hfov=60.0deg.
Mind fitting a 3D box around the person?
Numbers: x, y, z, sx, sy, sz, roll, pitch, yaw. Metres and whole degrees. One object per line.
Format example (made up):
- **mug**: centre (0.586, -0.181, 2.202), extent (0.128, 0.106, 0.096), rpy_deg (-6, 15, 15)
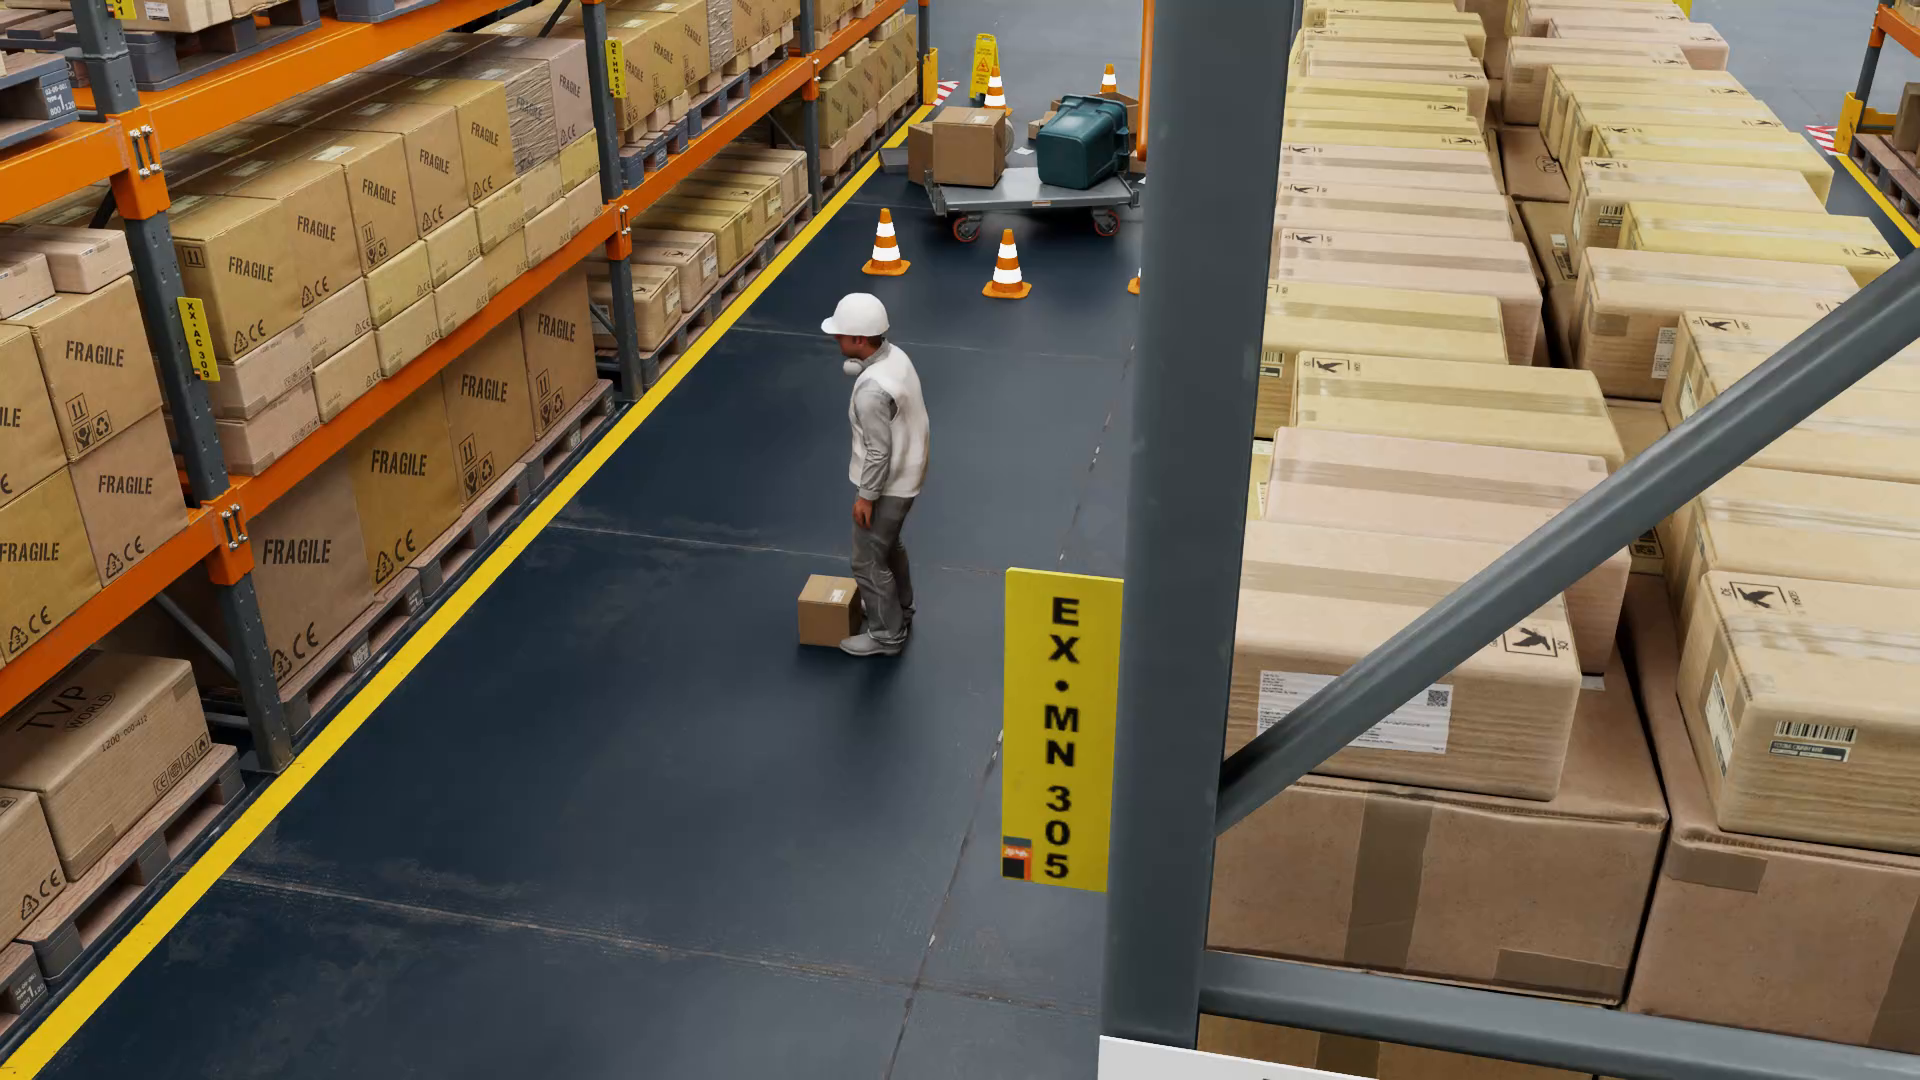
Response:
- **person**: centre (-0.371, -0.295, 7.639), extent (0.465, 1.770, 0.591), rpy_deg (4, 29, 7)
